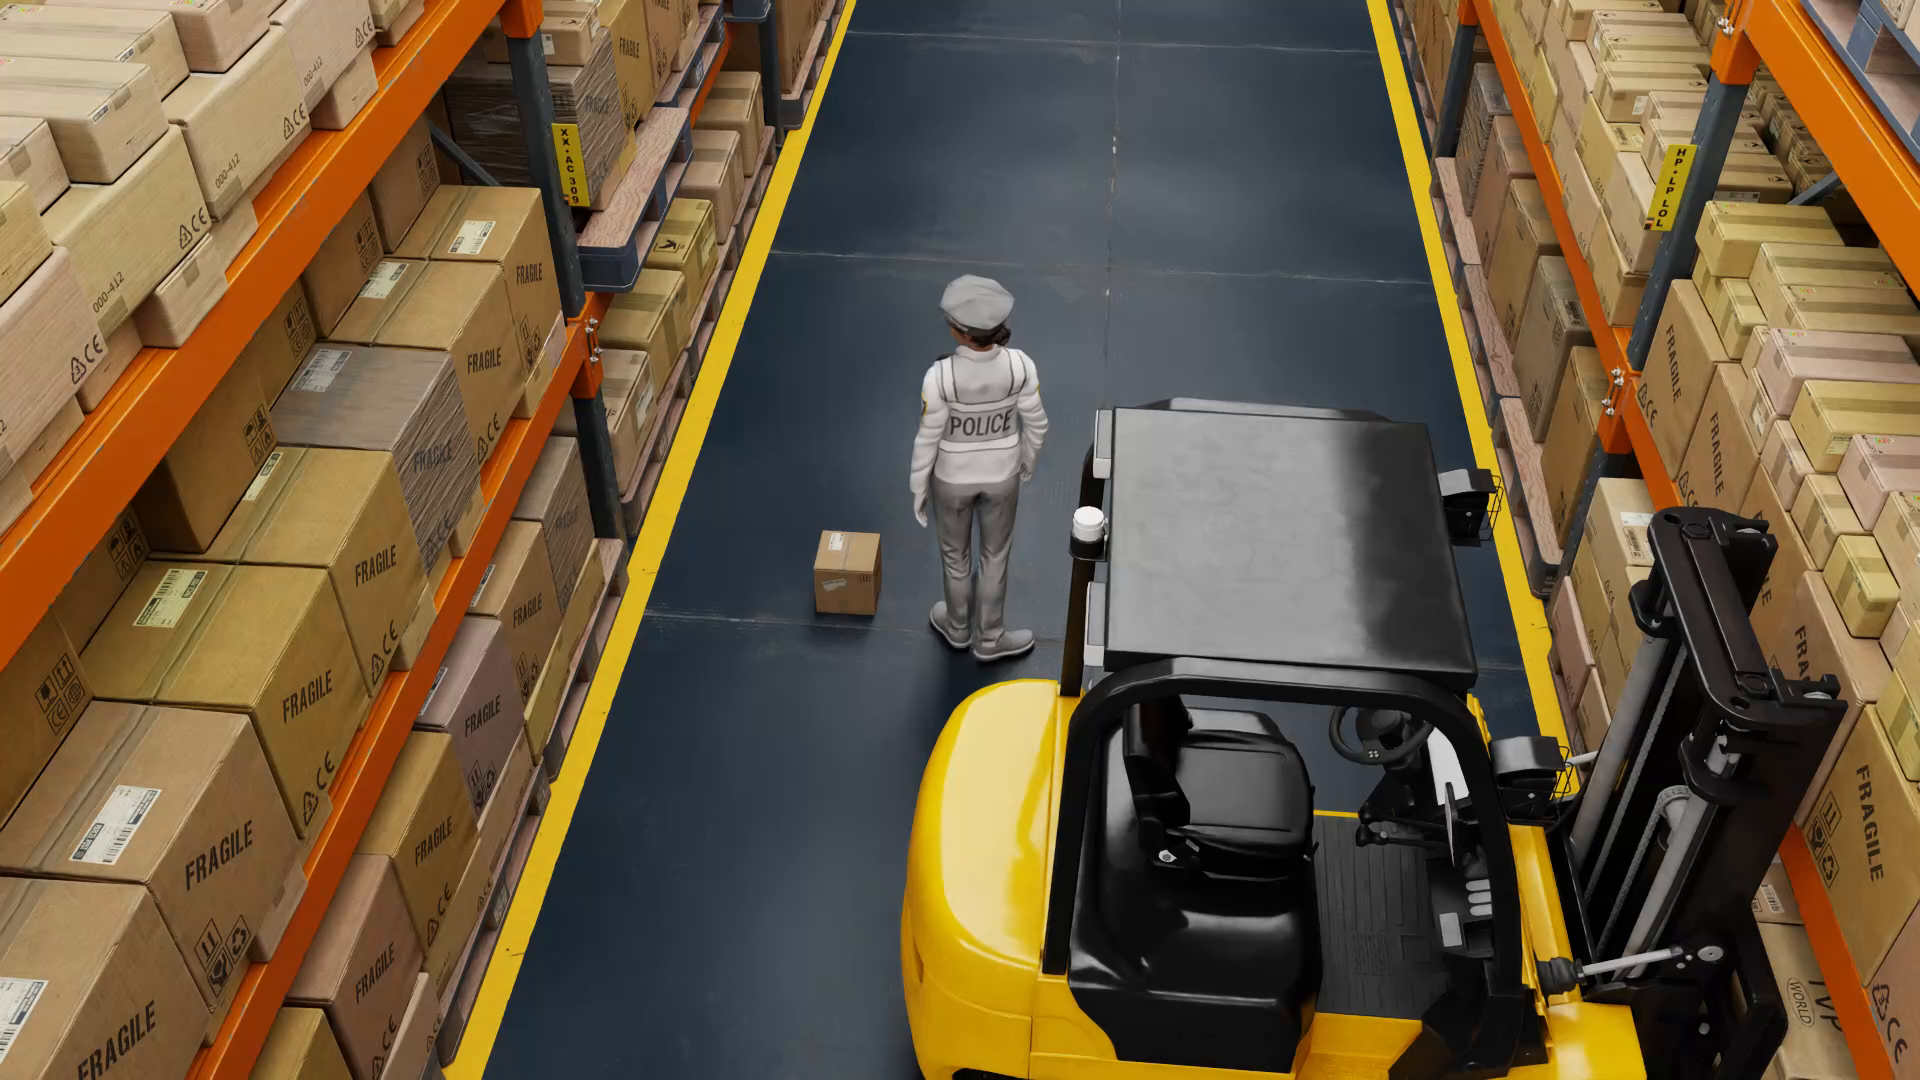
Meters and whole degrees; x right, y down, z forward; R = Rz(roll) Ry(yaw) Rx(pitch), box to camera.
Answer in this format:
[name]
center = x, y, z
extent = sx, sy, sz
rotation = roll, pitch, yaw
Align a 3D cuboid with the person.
[person]
center = 0.067, -0.236, 6.402
extent = 0.543, 1.680, 0.397
rotation = -6, 41, -7
